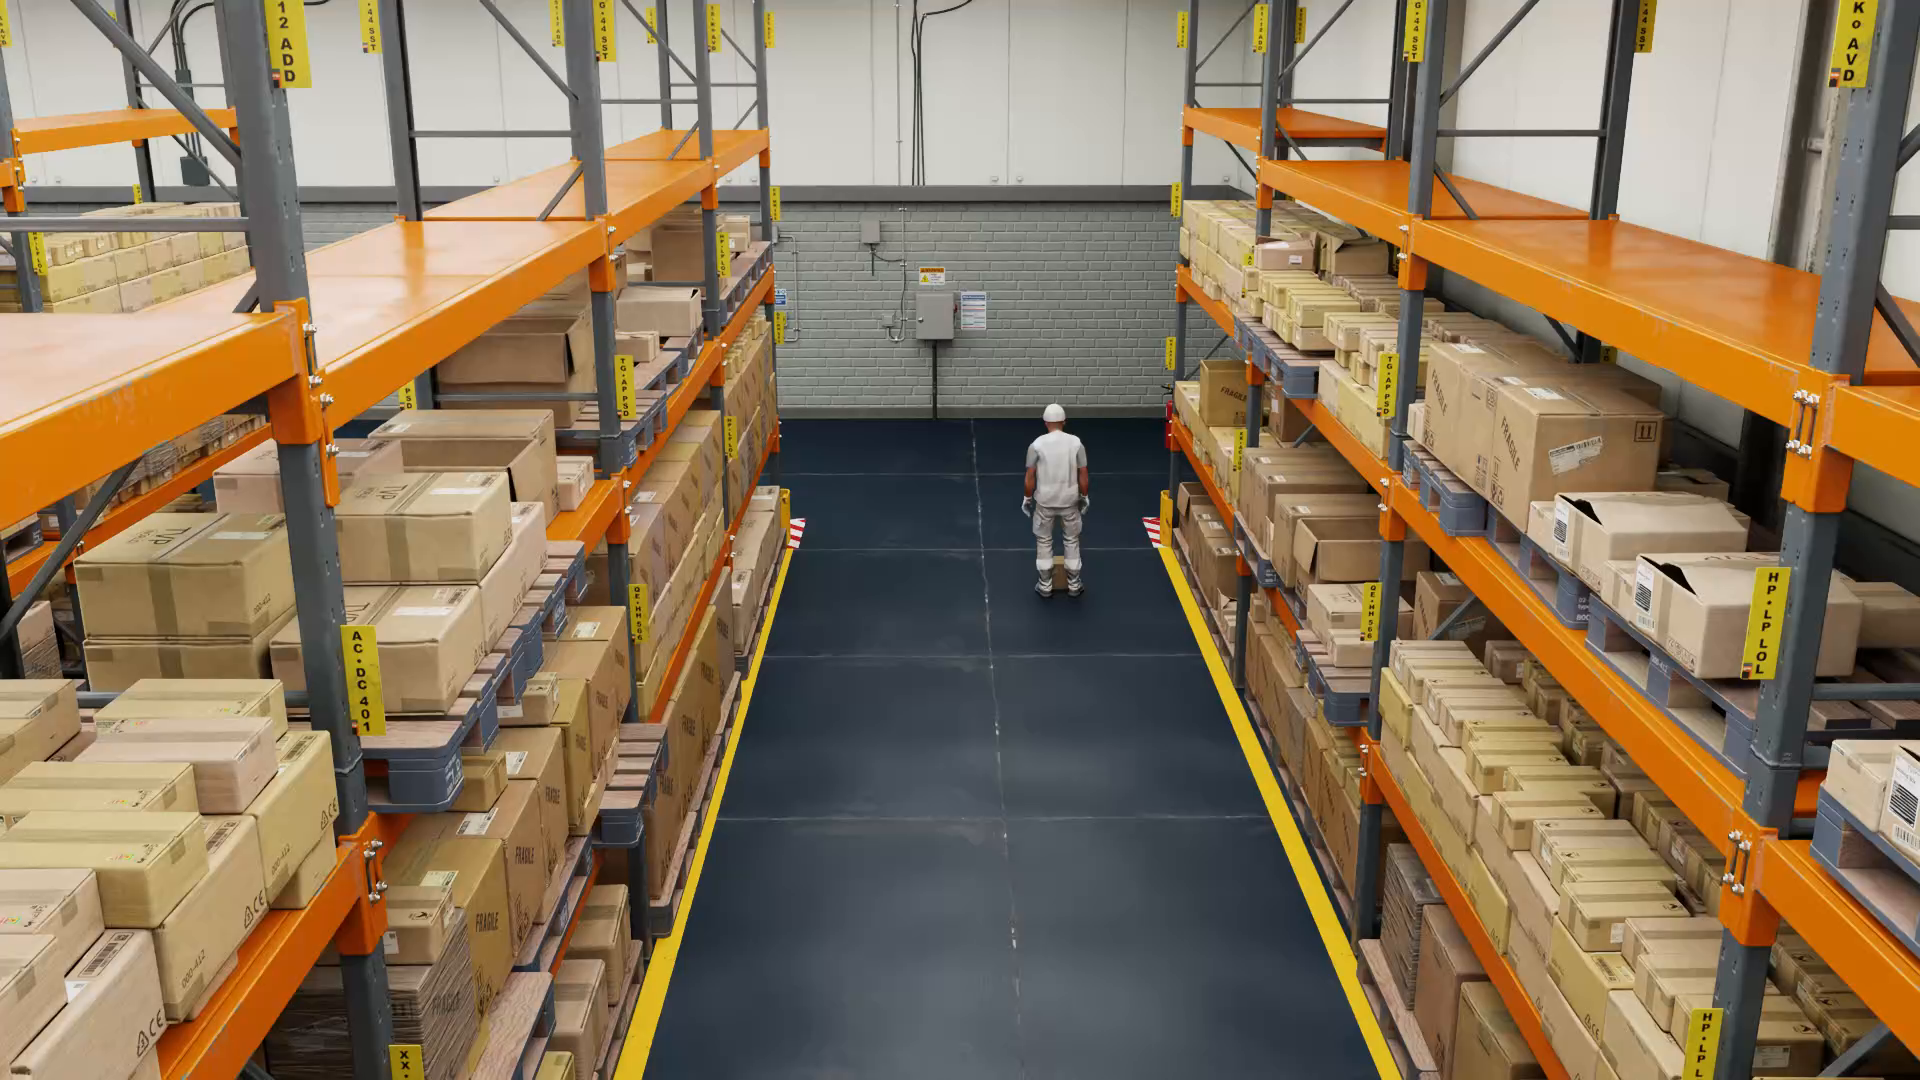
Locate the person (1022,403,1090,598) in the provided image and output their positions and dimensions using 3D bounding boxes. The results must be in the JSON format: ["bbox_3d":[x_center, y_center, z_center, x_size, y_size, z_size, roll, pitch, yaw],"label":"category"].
[{"bbox_3d":[0.879,-0.358,15.190,0.623,1.780,0.450,-1,17,-3],"label":"person"}]
